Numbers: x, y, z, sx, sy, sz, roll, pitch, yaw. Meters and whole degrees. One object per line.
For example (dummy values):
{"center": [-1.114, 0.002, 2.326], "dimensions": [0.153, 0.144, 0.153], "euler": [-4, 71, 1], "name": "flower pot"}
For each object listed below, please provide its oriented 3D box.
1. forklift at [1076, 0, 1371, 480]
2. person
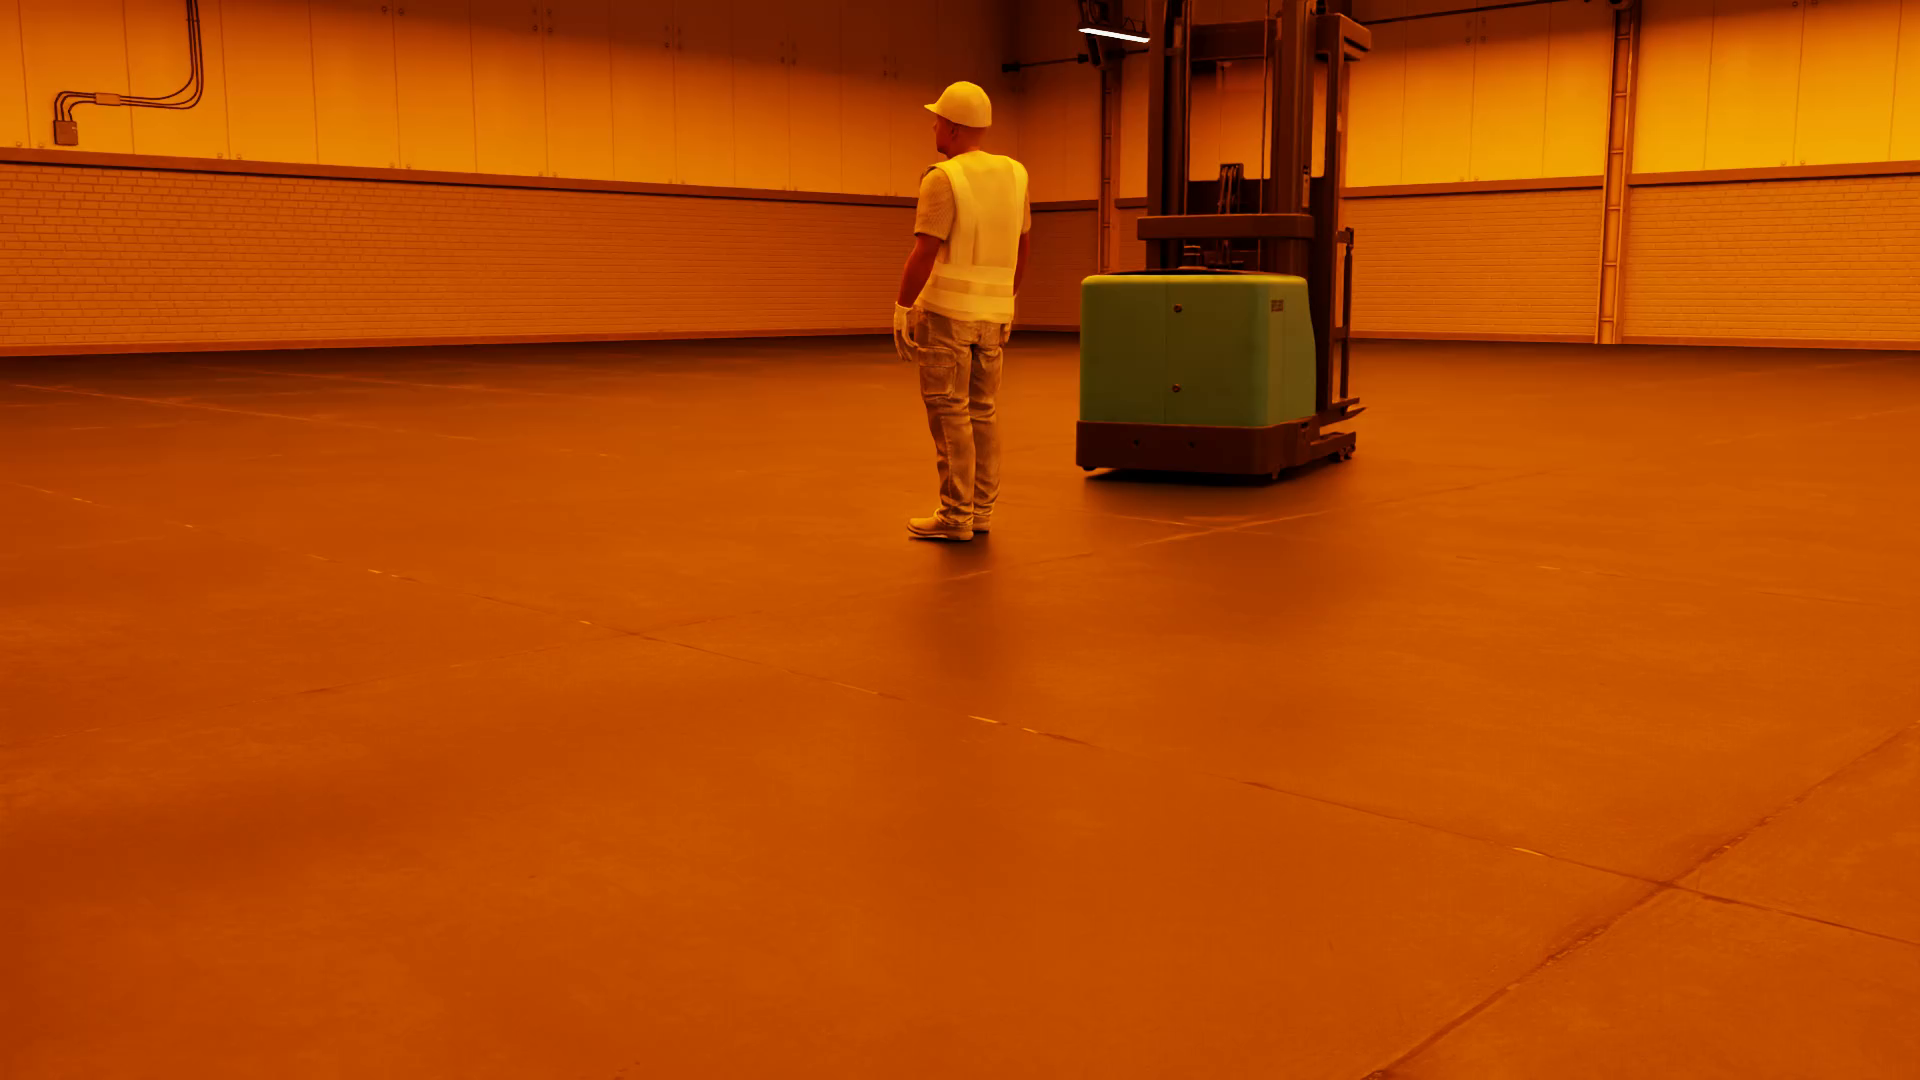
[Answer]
{"center": [1.730, -1.937, 9.741], "dimensions": [1.130, 2.935, 3.031], "euler": [4, 10, 26], "name": "forklift"}
{"center": [-0.046, -0.897, 6.639], "dimensions": [0.575, 1.785, 0.657], "euler": [8, 12, 43], "name": "person"}
